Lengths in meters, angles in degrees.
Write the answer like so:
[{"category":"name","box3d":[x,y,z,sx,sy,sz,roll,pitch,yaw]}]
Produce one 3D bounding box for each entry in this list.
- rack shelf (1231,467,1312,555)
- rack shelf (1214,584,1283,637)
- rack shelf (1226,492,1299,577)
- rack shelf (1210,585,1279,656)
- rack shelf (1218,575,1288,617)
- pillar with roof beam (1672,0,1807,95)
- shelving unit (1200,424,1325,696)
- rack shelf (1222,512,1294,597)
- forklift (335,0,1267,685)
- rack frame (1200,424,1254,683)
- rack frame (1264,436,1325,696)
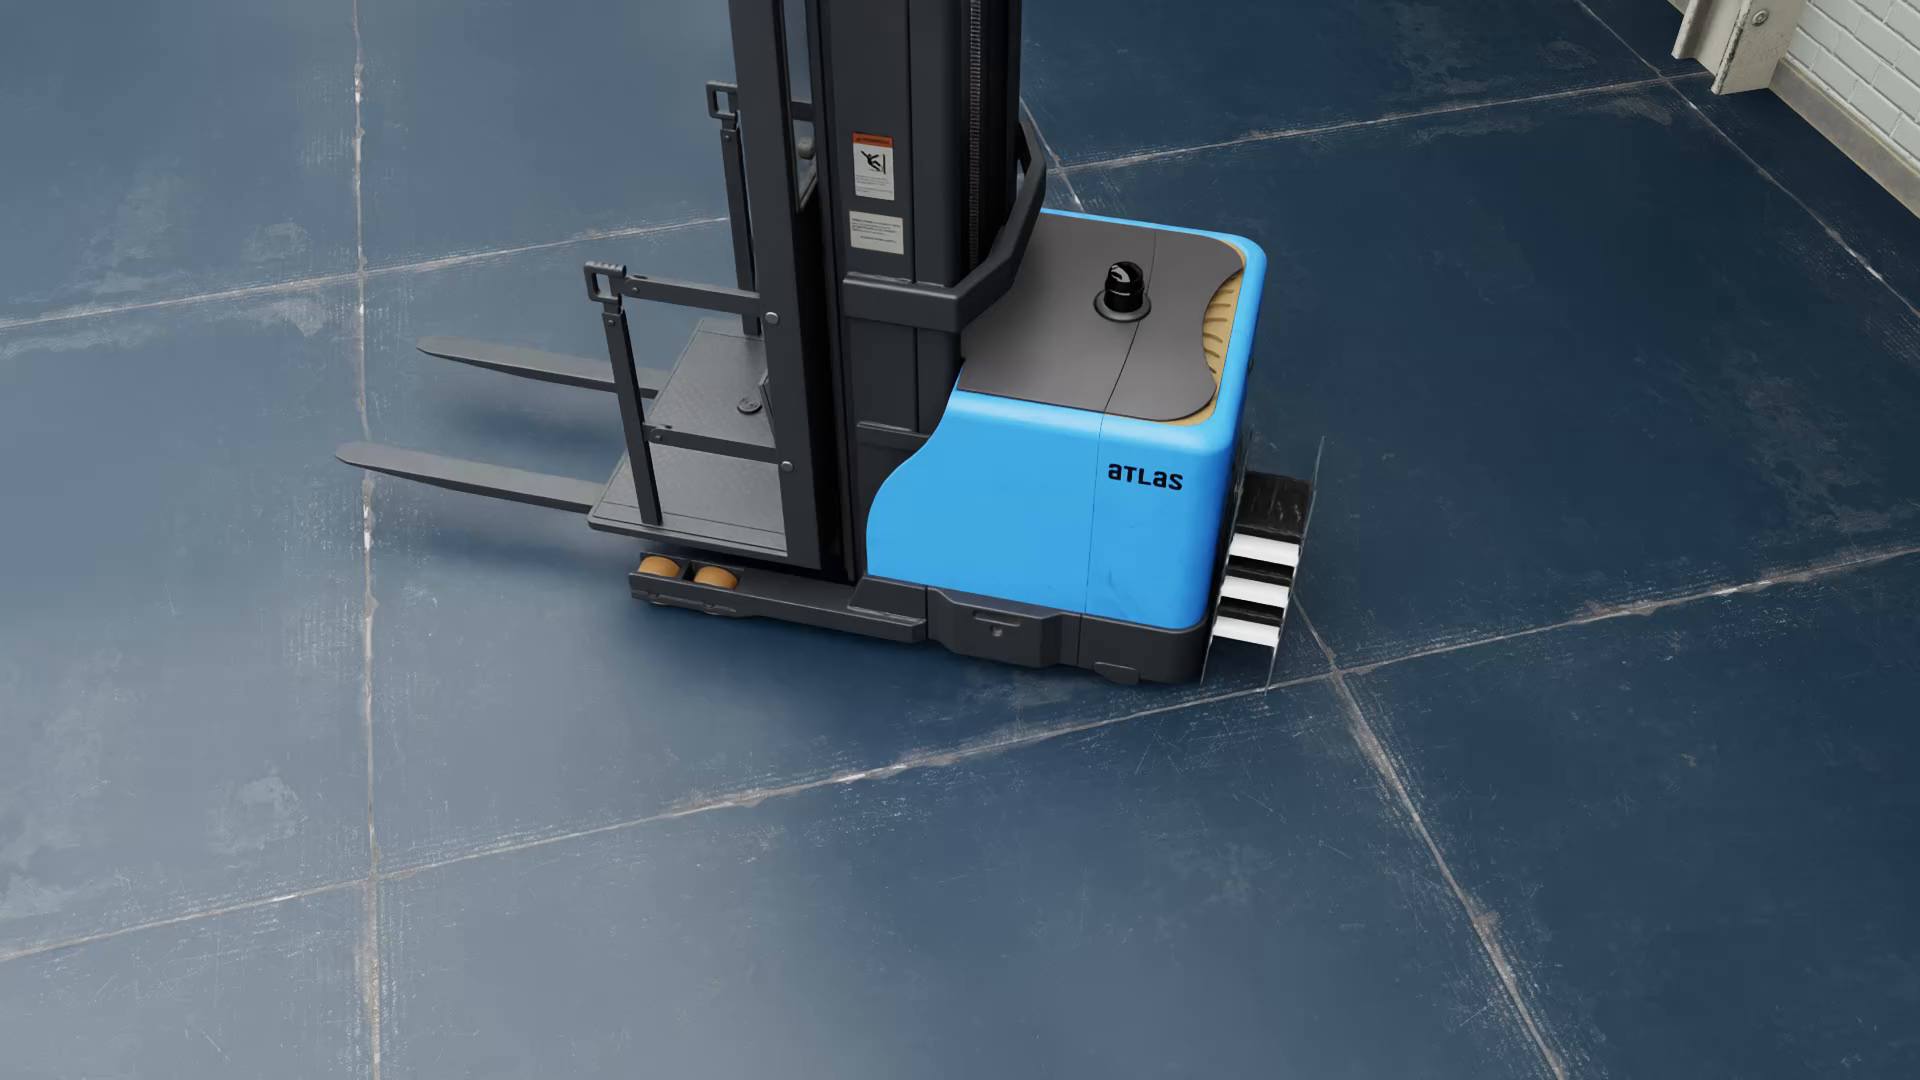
[{"category":"rack shelf","box3d":[0.913,-0.086,4.869,0.200,0.077,0.258,11,47,9]},{"category":"rack shelf","box3d":[0.904,0.164,5.128,0.200,0.077,0.258,11,47,9]},{"category":"rack shelf","box3d":[0.911,-0.024,4.934,0.200,0.077,0.258,11,47,9]},{"category":"rack shelf","box3d":[0.902,0.227,5.193,0.200,0.077,0.258,11,47,9]},{"category":"rack shelf","box3d":[0.906,0.102,5.063,0.200,0.077,0.258,11,47,9]},{"category":"pillar with roof beam","box3d":[-0.516,-4.613,3.970,9.100,9.000,0.400,-11,47,-10]},{"category":"shelving unit","box3d":[0.907,0.078,5.039,0.210,0.900,0.258,11,47,9]},{"category":"rack shelf","box3d":[0.909,0.039,4.999,0.200,0.077,0.258,11,47,9]},{"category":"forklift","box3d":[-0.606,-1.133,4.808,3.031,2.935,1.130,10,46,10]},{"category":"rack frame","box3d":[0.809,0.059,5.055,0.006,0.900,0.240,11,47,9]},{"category":"rack frame","box3d":[1.006,0.097,5.024,0.006,0.900,0.240,11,47,9]}]
